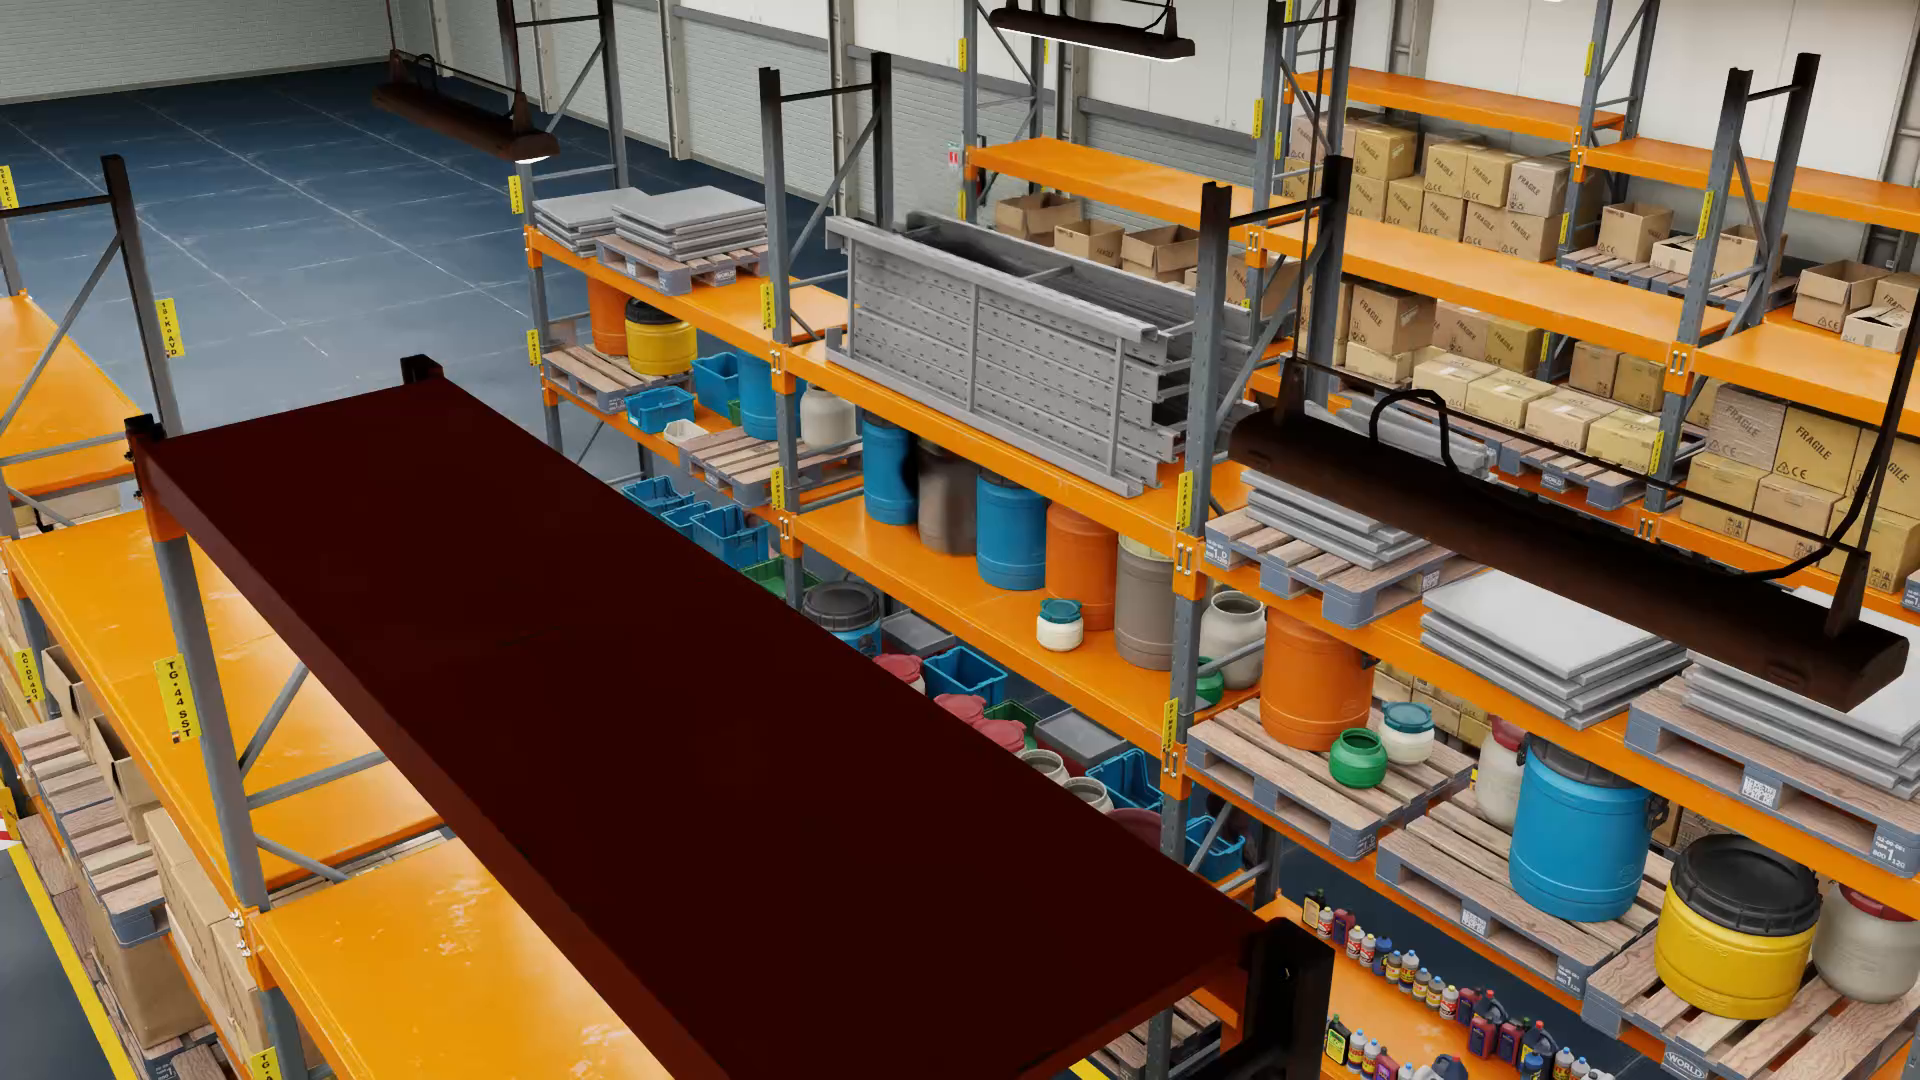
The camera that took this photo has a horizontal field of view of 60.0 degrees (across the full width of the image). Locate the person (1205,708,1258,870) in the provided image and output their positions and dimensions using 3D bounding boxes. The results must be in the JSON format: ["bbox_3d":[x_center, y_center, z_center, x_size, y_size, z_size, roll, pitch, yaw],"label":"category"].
[{"bbox_3d":[2.065,1.870,12.469,0.847,1.760,0.574,20,32,35],"label":"person"}]

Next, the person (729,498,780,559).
[{"bbox_3d":[-2.181,-0.331,17.082,0.834,1.667,0.617,19,31,33],"label":"person"}]
